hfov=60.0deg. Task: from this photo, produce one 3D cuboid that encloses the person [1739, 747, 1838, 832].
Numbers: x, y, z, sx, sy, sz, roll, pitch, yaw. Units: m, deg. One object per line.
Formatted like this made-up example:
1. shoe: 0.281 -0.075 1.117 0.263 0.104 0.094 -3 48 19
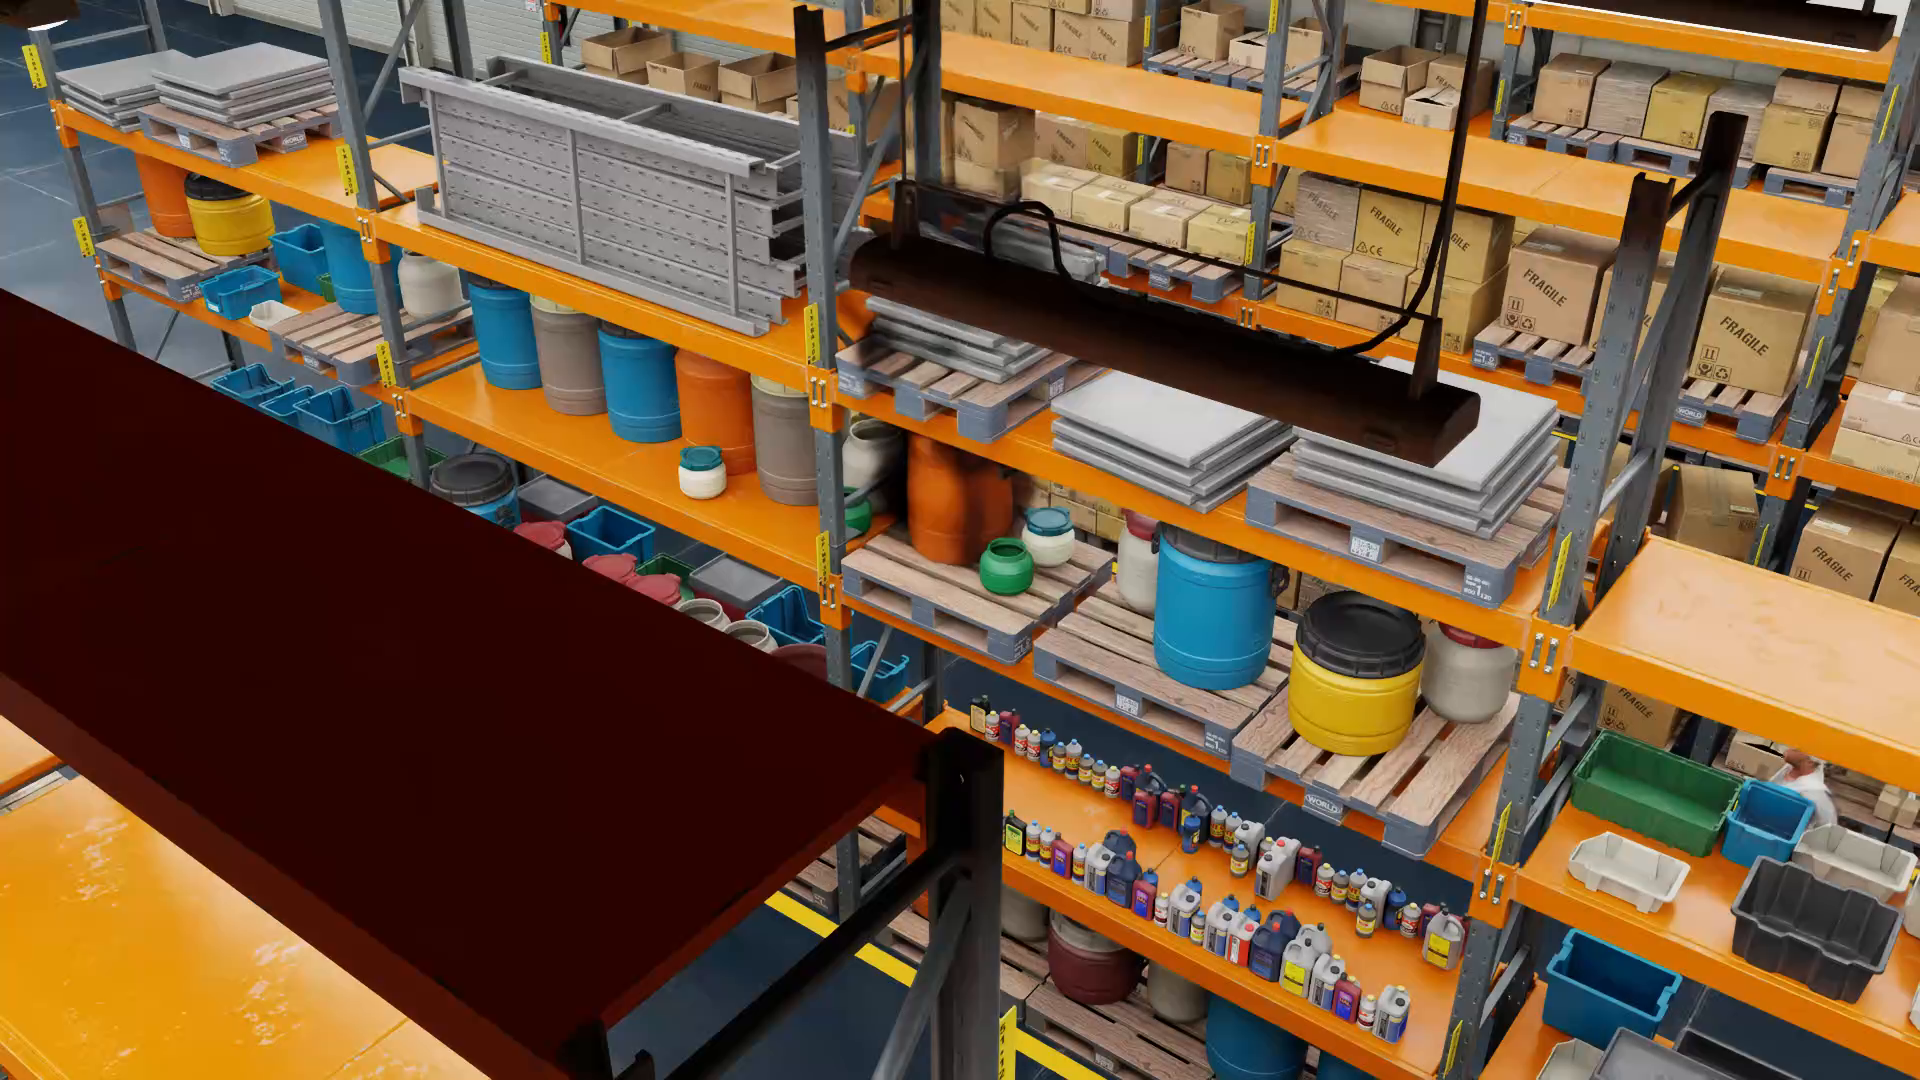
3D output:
1. person: 5.148 1.905 10.411 1.008 1.777 0.648 15 35 23
